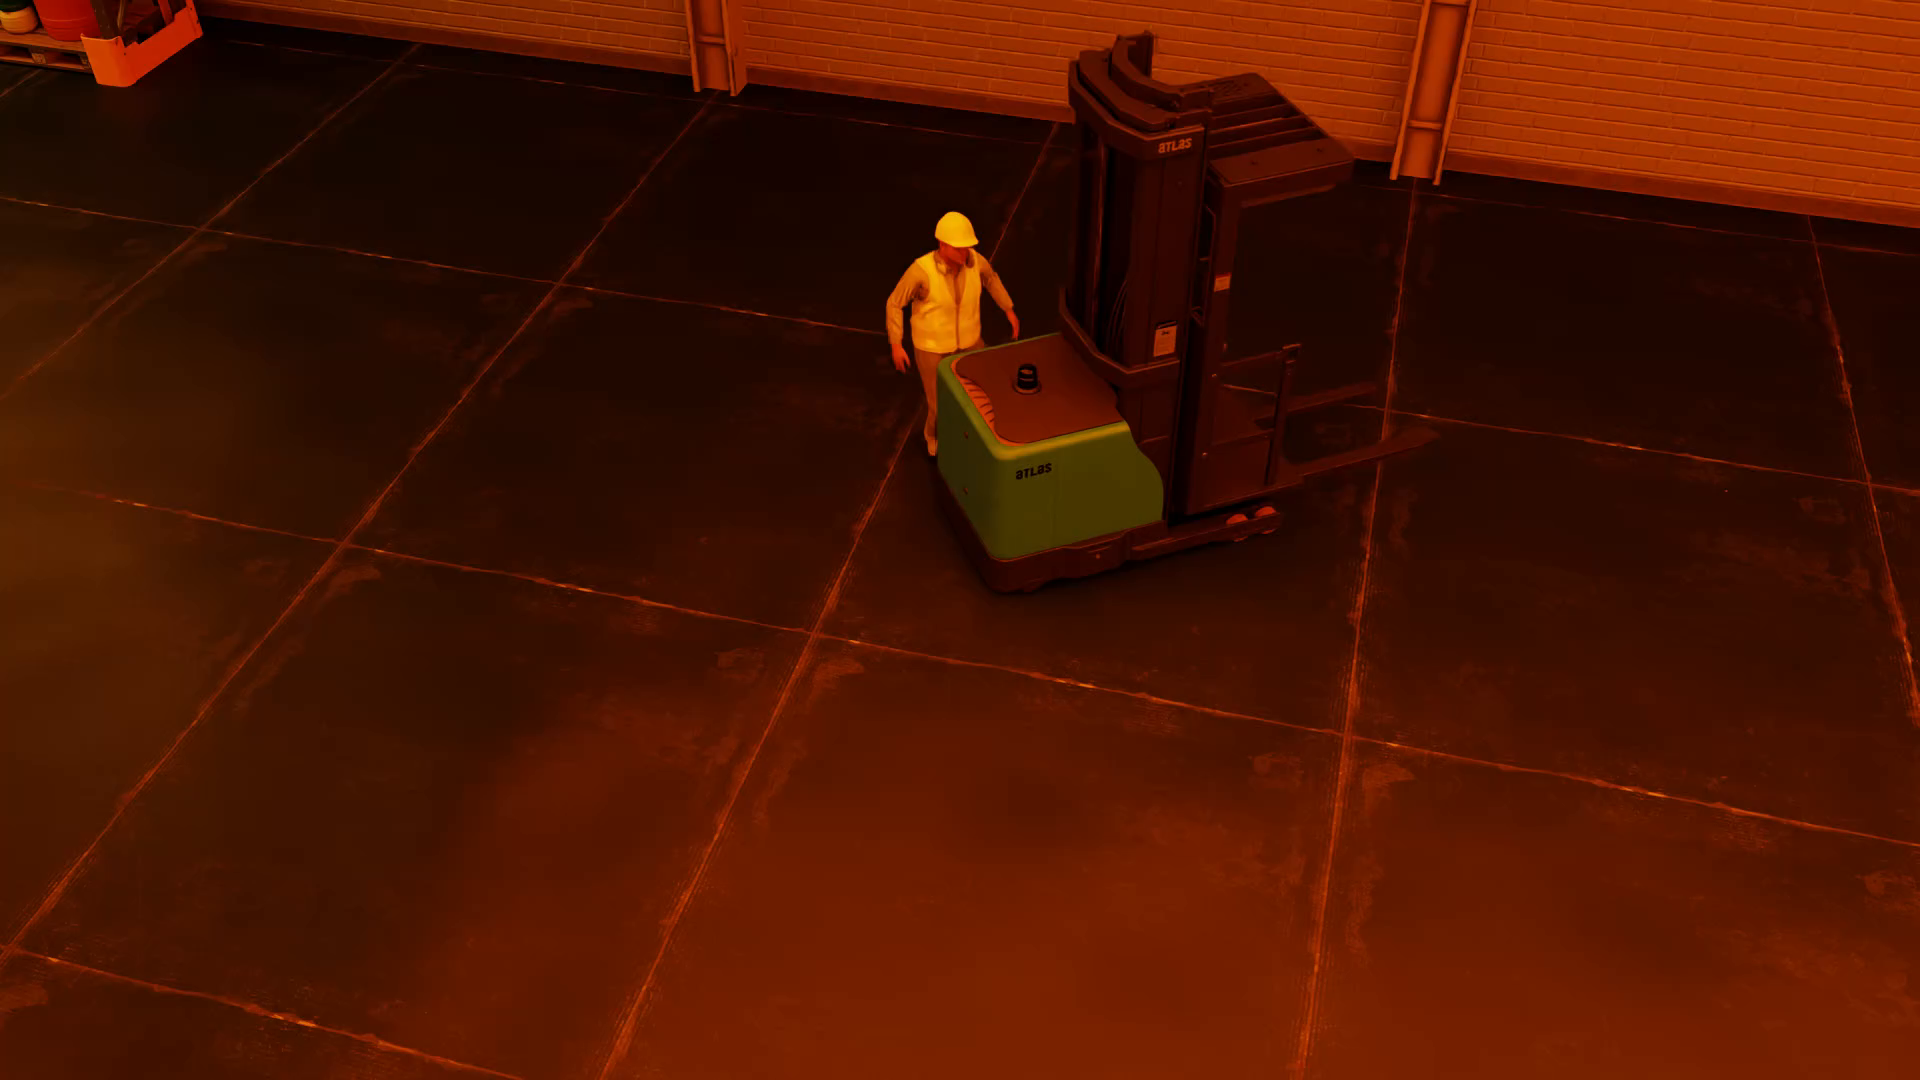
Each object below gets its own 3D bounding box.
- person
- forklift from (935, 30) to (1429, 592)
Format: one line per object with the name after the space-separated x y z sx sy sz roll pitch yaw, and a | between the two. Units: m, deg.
-0.016 -1.195 10.130 0.873 1.708 0.578 -18 44 -19 | person
1.421 -1.406 9.465 3.031 2.935 1.130 -14 43 -16 | forklift
